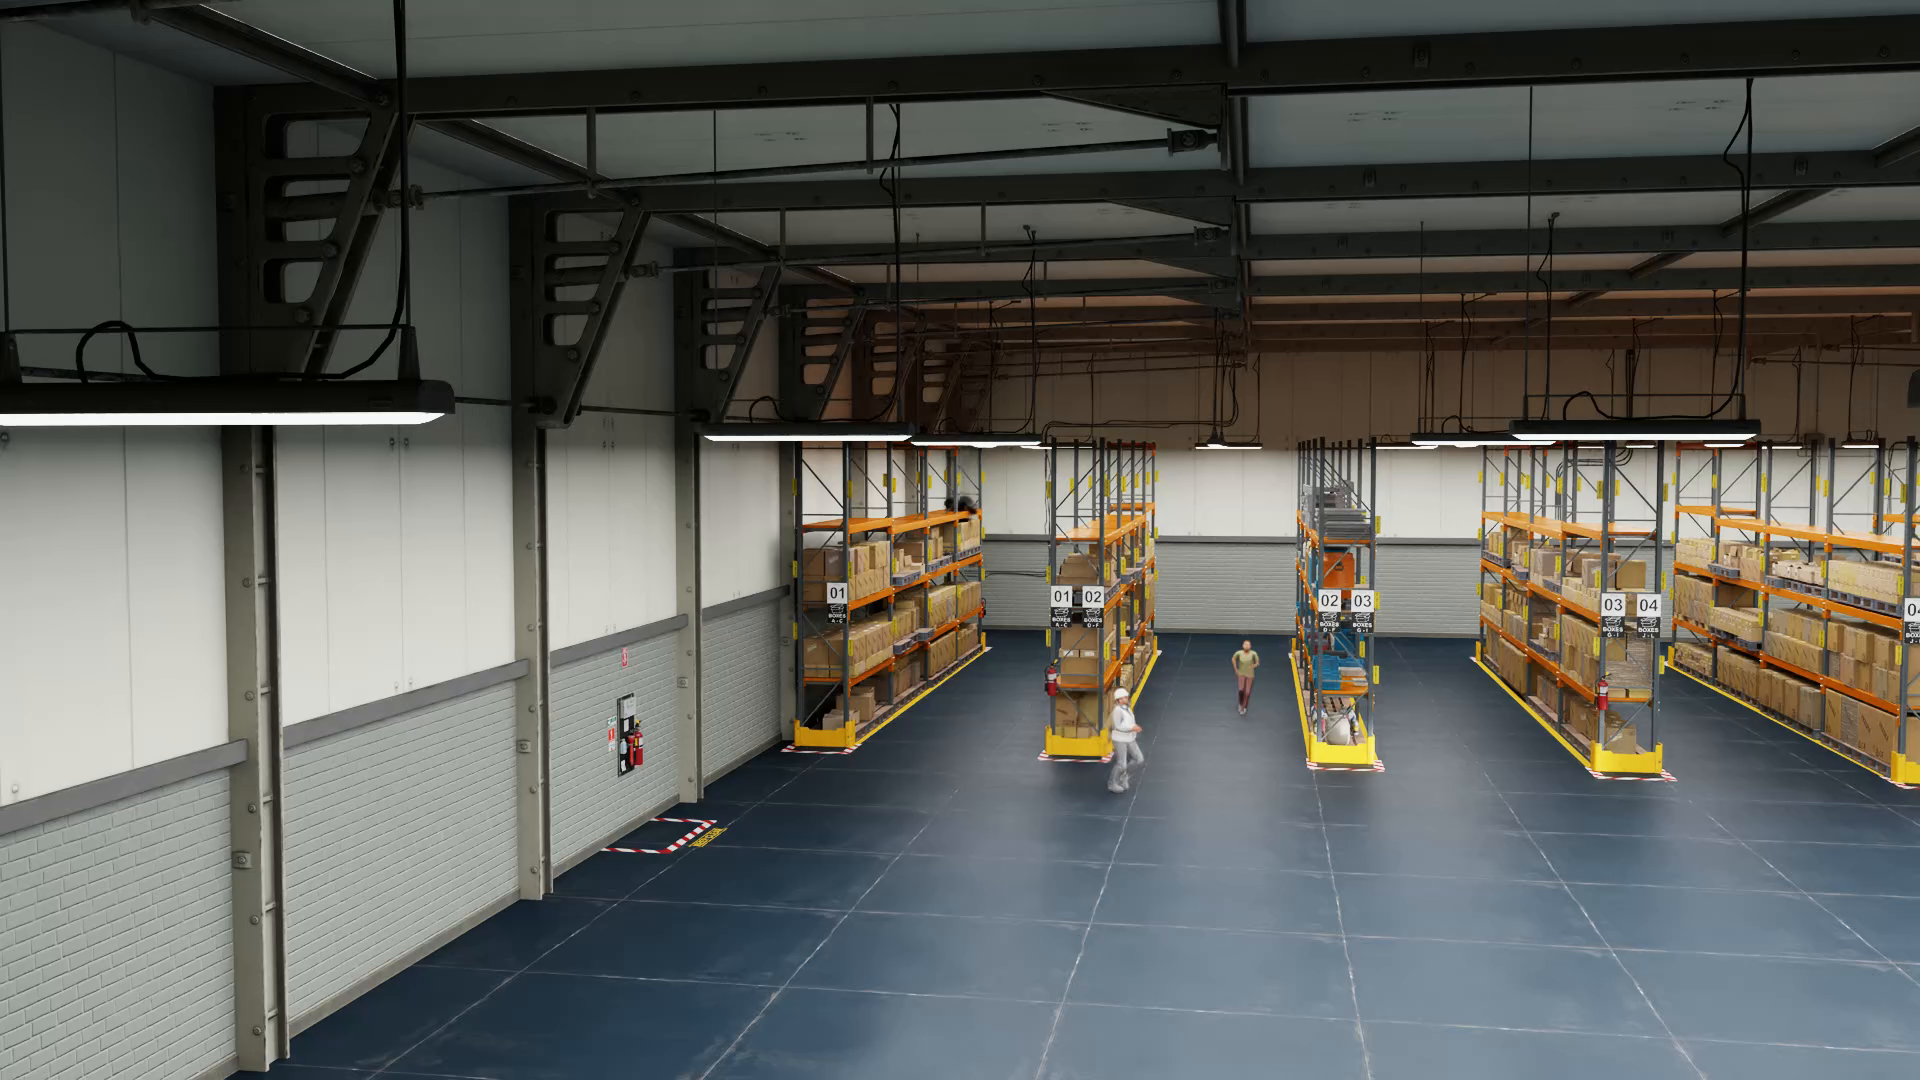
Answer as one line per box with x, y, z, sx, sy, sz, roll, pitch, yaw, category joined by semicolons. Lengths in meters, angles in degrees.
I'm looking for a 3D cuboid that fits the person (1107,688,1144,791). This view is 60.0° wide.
2.788;3.357;27.916;0.650;1.735;0.635;2;4;33;person

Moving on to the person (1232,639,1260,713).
6.234;2.972;36.235;0.574;1.627;0.651;0;3;6;person
